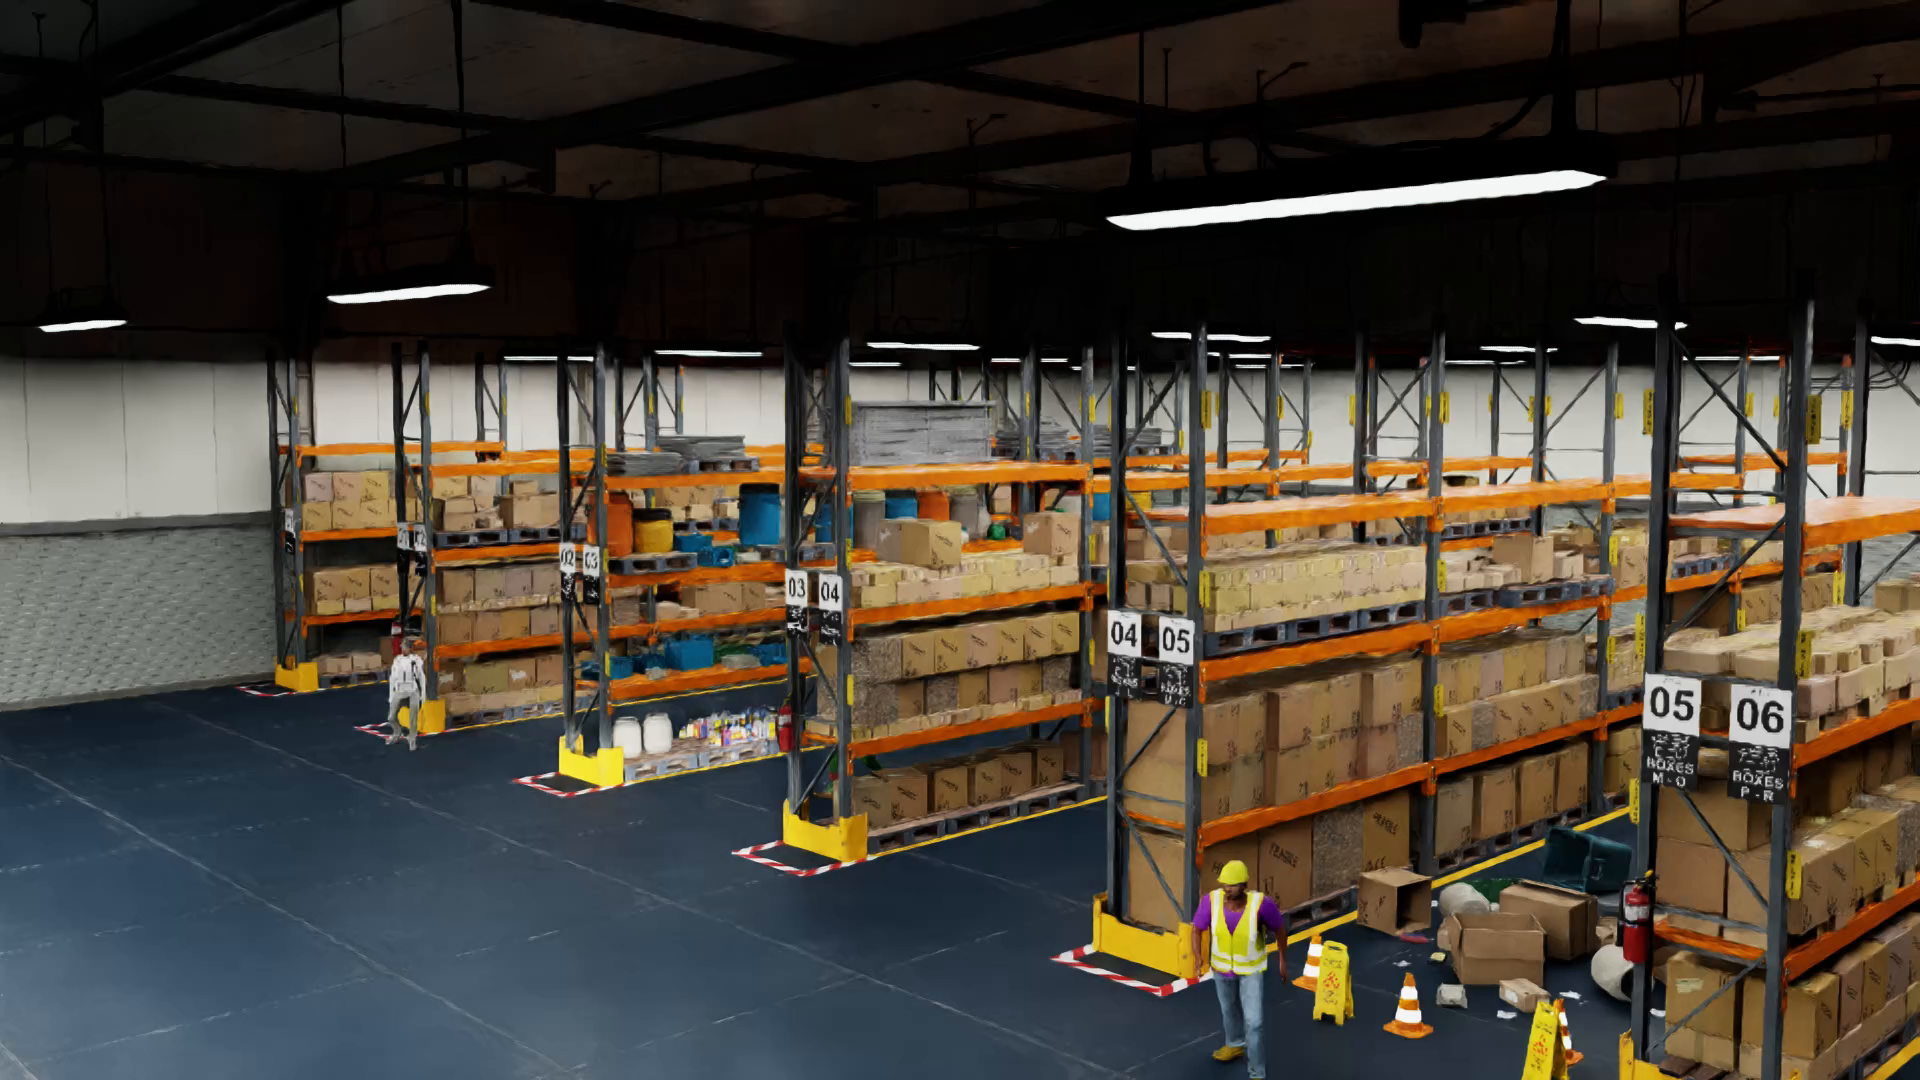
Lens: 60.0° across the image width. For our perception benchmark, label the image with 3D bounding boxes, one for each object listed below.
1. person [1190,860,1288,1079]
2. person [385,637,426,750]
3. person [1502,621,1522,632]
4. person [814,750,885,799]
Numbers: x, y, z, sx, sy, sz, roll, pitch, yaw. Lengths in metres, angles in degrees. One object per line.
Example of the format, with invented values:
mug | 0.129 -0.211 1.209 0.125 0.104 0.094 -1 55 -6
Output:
person | 2.115 3.226 12.573 0.708 1.703 0.842 3 6 29
person | -8.135 2.231 24.321 0.649 1.660 0.496 0 5 -4
person | 8.923 1.993 26.742 1.040 1.709 0.554 -5 7 -45
person | -1.342 2.471 21.248 0.988 1.735 0.598 -2 5 -23
